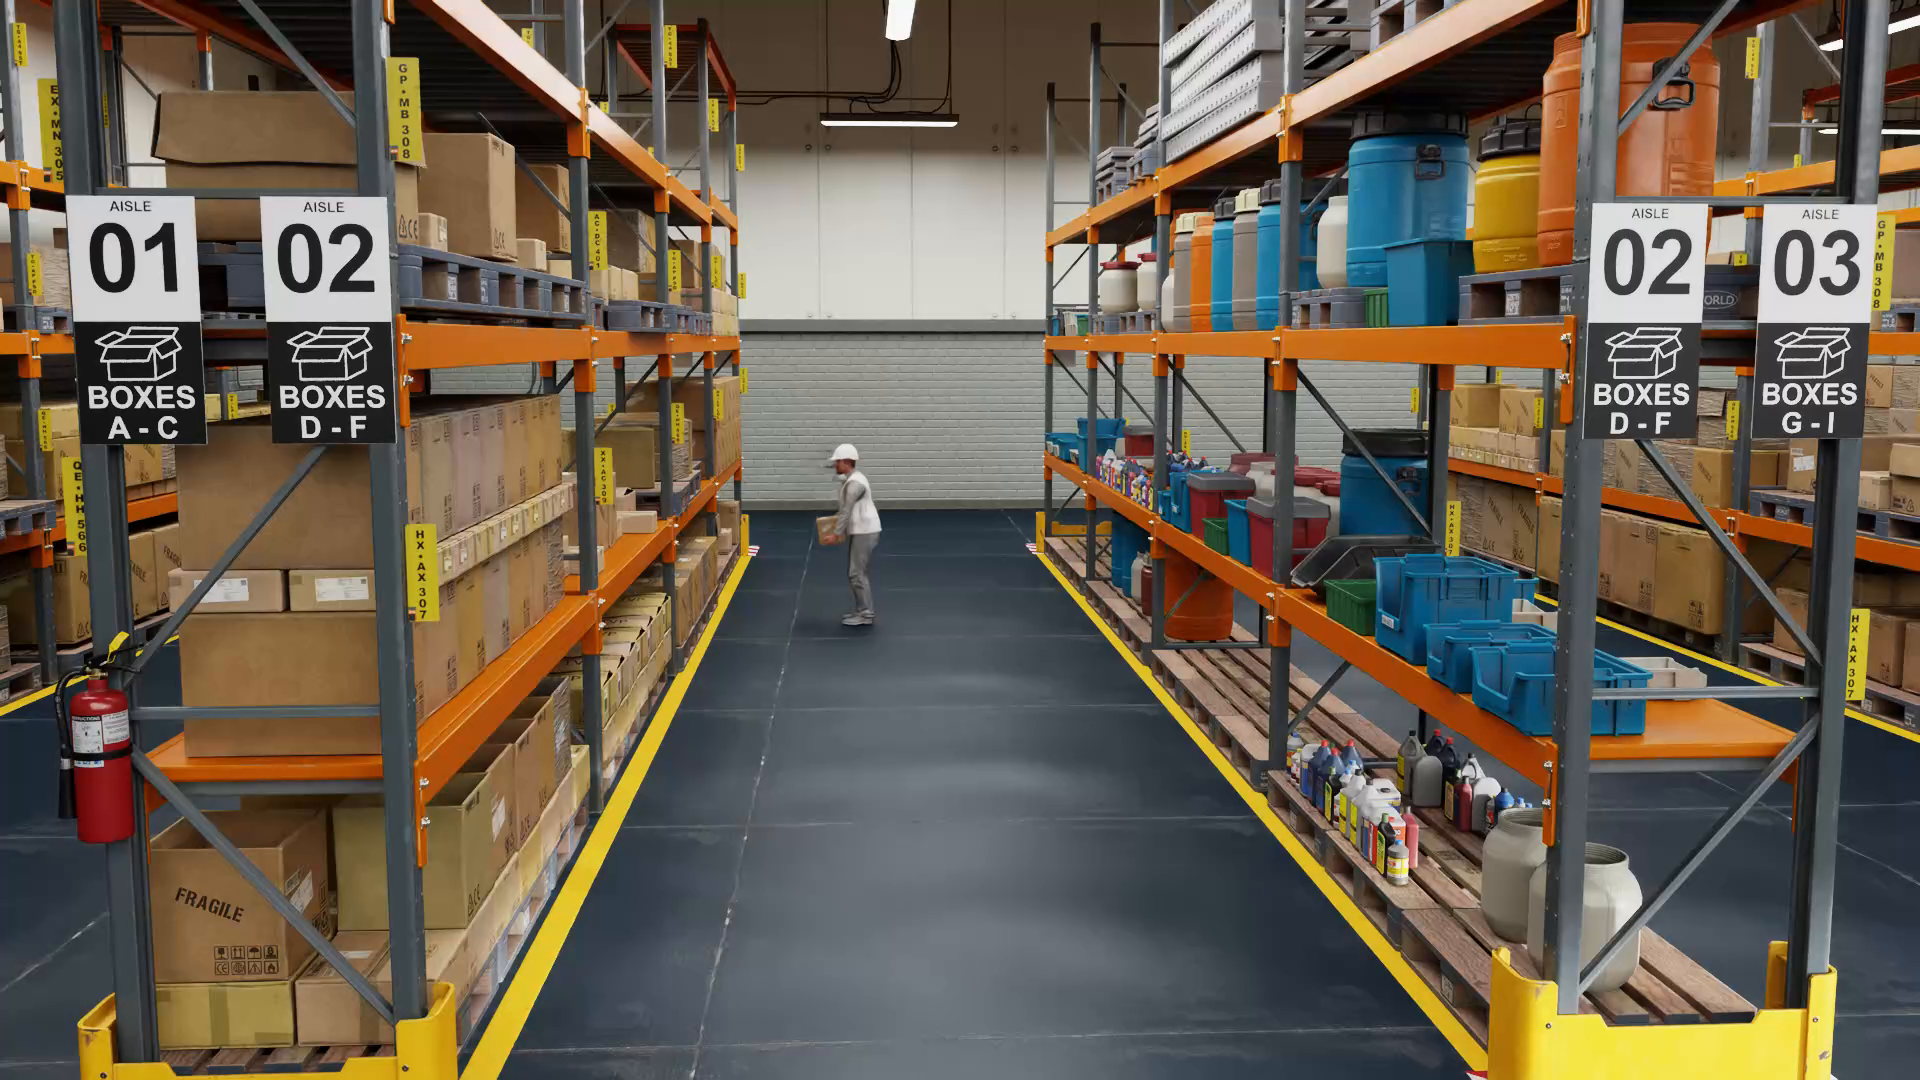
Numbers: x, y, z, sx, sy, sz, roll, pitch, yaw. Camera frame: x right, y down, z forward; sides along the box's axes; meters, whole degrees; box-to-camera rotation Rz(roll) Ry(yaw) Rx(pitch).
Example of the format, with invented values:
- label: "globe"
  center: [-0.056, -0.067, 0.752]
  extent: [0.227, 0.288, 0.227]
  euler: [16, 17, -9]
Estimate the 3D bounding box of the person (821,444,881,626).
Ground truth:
- label: "person"
  center: [-1.059, -0.056, 16.193]
  extent: [0.582, 1.756, 0.484]
  euler: [-1, 7, -5]
